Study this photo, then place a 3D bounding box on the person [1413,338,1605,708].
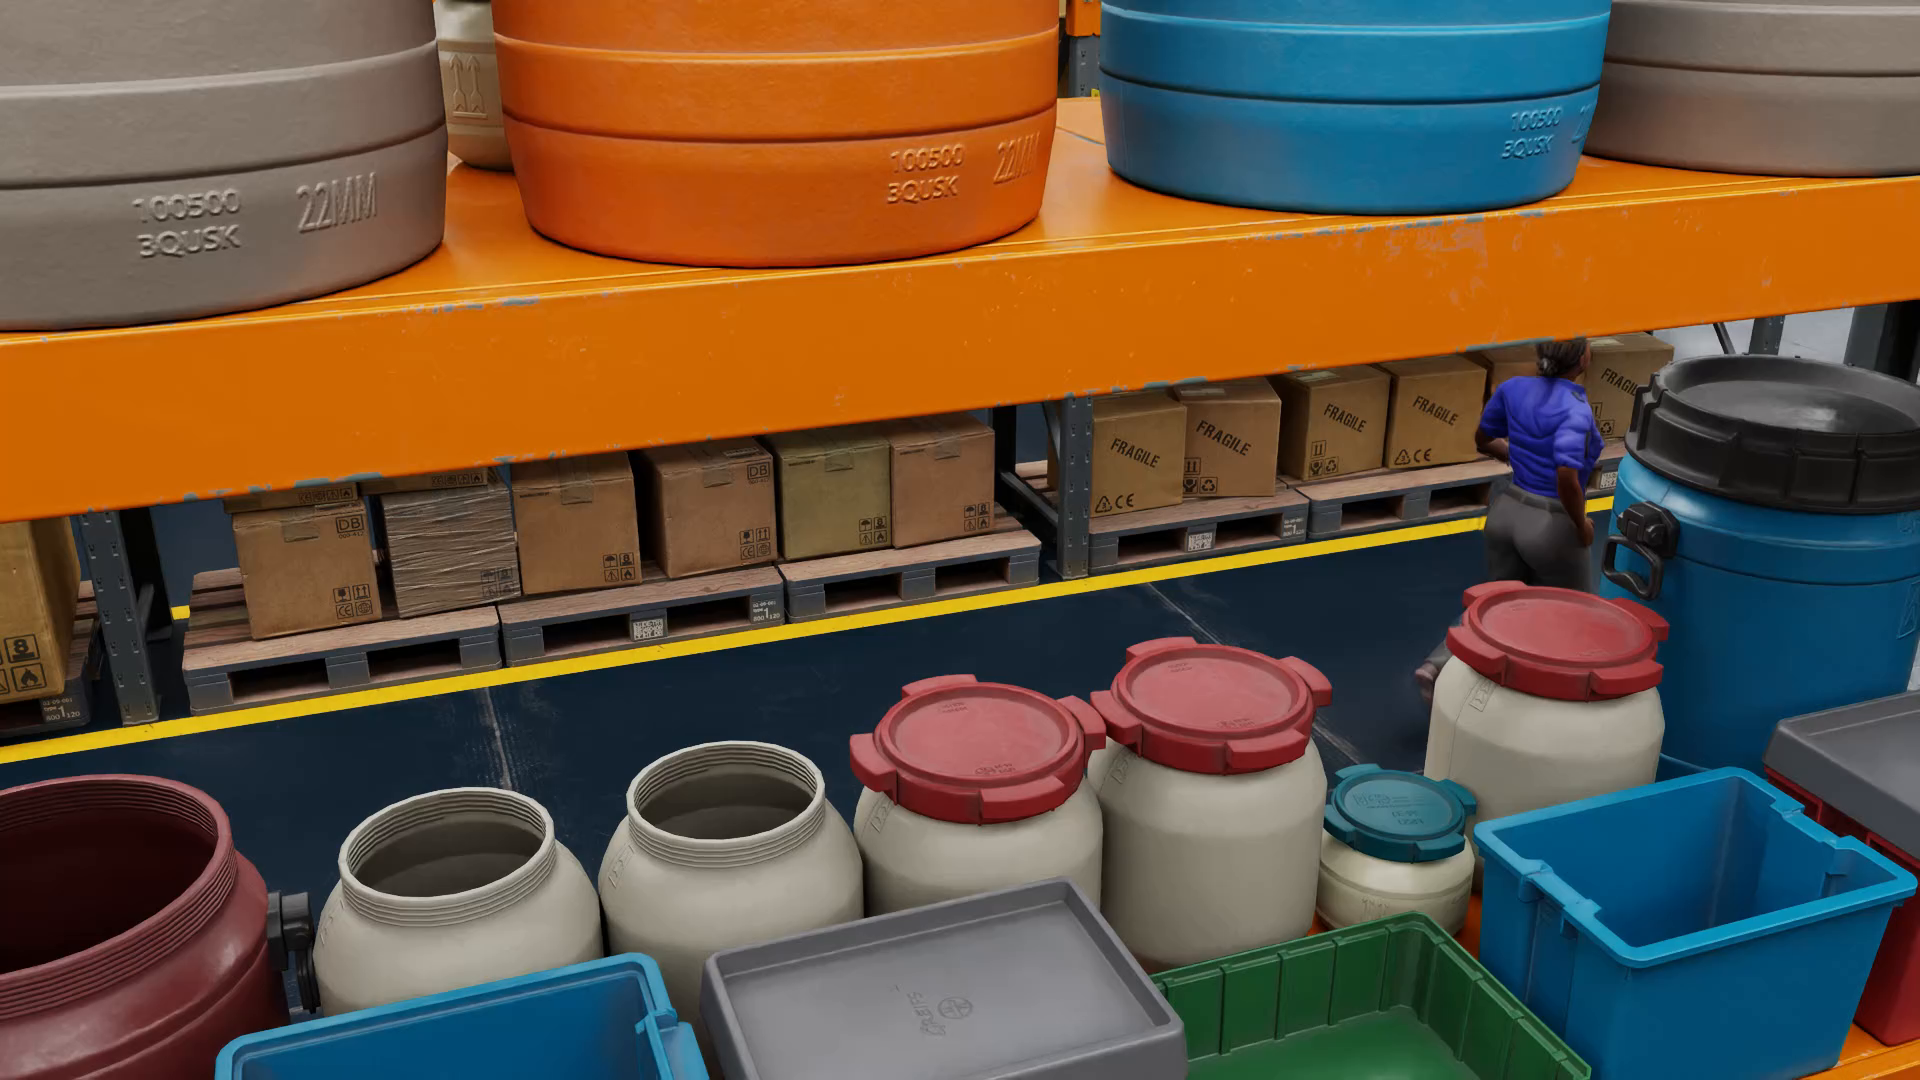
[{"bbox_3d":[2.084,-0.016,6.187,0.750,1.653,0.605,-11,25,-25],"label":"person"}]
